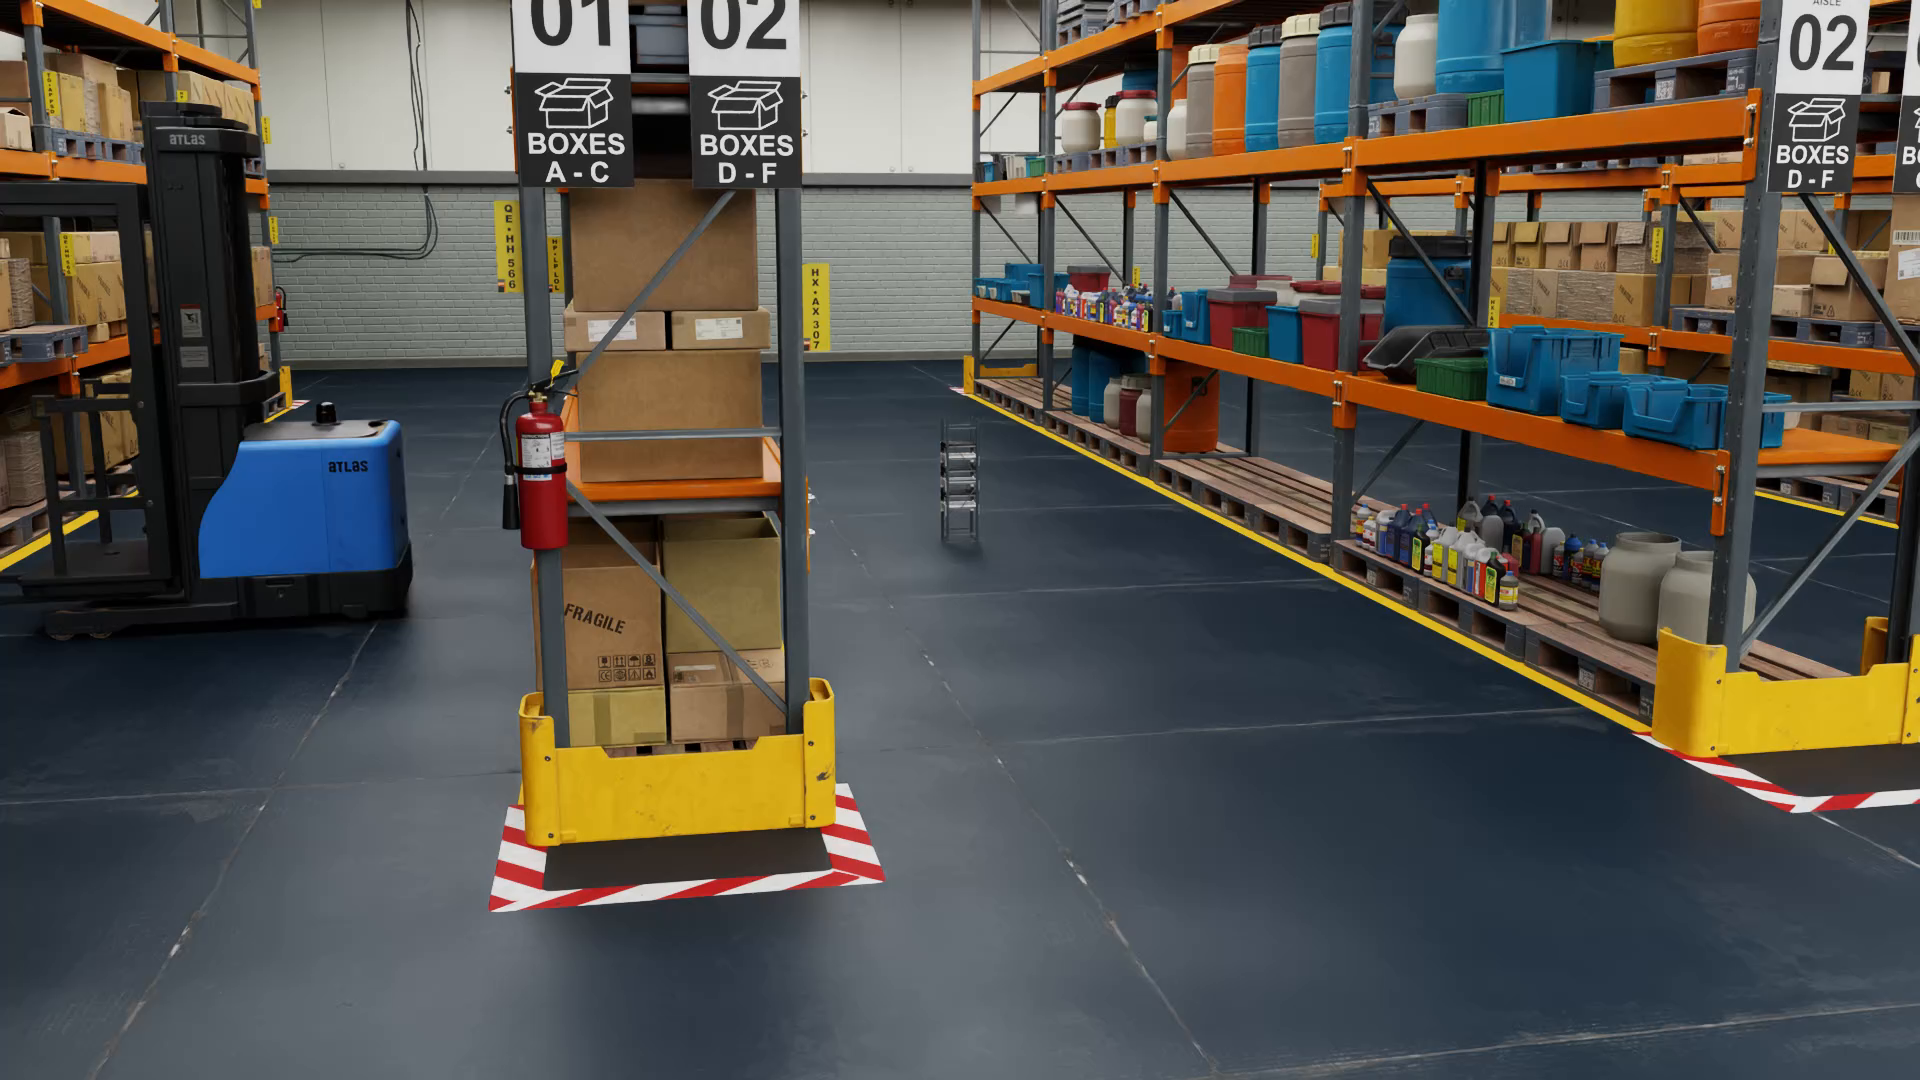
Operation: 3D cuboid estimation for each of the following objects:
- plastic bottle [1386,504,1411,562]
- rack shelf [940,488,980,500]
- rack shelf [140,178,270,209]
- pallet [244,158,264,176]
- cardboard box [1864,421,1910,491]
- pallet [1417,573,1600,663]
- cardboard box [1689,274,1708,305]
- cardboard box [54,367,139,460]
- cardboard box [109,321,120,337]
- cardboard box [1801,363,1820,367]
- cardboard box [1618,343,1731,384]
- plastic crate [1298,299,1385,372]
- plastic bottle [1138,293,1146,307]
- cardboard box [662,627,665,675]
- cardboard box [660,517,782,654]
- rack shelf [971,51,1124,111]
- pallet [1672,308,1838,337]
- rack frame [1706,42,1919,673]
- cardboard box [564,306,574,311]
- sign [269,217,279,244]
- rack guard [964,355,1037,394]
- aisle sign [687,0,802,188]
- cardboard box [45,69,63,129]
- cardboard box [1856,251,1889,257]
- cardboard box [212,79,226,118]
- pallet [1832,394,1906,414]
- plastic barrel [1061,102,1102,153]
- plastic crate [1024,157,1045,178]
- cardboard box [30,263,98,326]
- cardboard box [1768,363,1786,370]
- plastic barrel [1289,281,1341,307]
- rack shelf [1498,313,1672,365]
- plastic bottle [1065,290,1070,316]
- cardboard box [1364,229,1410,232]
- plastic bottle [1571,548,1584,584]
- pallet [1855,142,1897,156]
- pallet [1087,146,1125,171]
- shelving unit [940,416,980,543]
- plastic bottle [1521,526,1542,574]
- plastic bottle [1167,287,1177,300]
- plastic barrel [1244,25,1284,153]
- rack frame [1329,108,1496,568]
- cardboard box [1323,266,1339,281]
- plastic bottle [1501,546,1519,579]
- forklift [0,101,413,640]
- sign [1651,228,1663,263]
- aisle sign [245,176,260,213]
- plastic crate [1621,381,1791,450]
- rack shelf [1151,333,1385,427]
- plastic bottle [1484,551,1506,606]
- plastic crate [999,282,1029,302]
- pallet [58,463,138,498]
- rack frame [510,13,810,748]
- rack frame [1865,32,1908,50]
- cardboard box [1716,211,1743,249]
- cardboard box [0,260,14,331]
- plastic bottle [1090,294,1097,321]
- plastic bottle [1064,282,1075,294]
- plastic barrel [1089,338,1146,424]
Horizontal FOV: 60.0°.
[{"bbox_3d":[2.748,-0.051,10.353,0.144,0.351,0.185,-2,11,-9],"label":"plastic bottle"},{"bbox_3d":[-0.002,-0.322,12.143,0.258,0.077,0.200,-2,11,-11],"label":"rack shelf"},{"bbox_3d":[-8.664,-3.894,18.533,1.077,0.370,4.000,-2,11,-11],"label":"rack shelf"},{"bbox_3d":[-8.899,-4.435,19.689,1.003,0.211,1.213,-2,11,-11],"label":"pallet"},{"bbox_3d":[7.684,-0.670,13.201,0.700,0.500,0.500,-2,11,-11],"label":"cardboard box"},{"bbox_3d":[3.329,0.419,9.431,1.003,0.211,1.213,-2,11,-11],"label":"pallet"},{"bbox_3d":[7.251,-2.362,16.315,0.500,0.500,0.500,-2,11,-9],"label":"cardboard box"},{"bbox_3d":[-7.676,-1.124,14.705,0.750,0.750,0.750,-2,11,-11],"label":"cardboard box"},{"bbox_3d":[-7.612,-1.863,14.582,0.380,0.149,0.250,-2,11,-10],"label":"cardboard box"},{"bbox_3d":[10.861,-2.263,20.973,0.380,0.149,0.250,-2,11,-9],"label":"cardboard box"},{"bbox_3d":[6.965,-1.503,16.632,1.225,0.875,0.875,-3,11,-14],"label":"cardboard box"},{"bbox_3d":[2.604,-1.409,11.405,0.402,0.464,0.583,-2,11,-11],"label":"plastic crate"},{"bbox_3d":[1.913,-2.451,17.397,0.097,0.271,0.097,0,11,0],"label":"plastic bottle"},{"bbox_3d":[-1.167,0.468,7.946,0.500,0.250,0.500,-2,11,-11],"label":"cardboard box"},{"bbox_3d":[-1.068,0.191,7.394,0.500,0.500,0.500,-2,11,-11],"label":"cardboard box"},{"bbox_3d":[1.054,-5.531,20.183,1.077,0.370,4.000,-2,11,-11],"label":"rack shelf"},{"bbox_3d":[7.322,-1.992,15.156,1.213,0.211,1.003,-2,11,-11],"label":"pallet"},{"bbox_3d":[3.776,-0.566,7.149,1.000,3.000,0.127,-2,11,-11],"label":"rack frame"},{"bbox_3d":[-1.396,-0.866,6.720,0.380,0.149,0.250,-2,11,-10],"label":"cardboard box"},{"bbox_3d":[-8.518,-3.843,20.633,0.100,0.325,0.005,-2,11,-11],"label":"sign"},{"bbox_3d":[0.647,-2.277,22.821,1.175,0.500,0.348,-2,11,-11],"label":"rack guard"},{"bbox_3d":[-0.770,-1.663,5.958,0.394,0.787,0.004,-2,11,-11],"label":"aisle sign"},{"bbox_3d":[-7.803,-3.594,13.591,0.700,0.500,0.500,-3,11,-14],"label":"cardboard box"},{"bbox_3d":[10.872,-3.344,19.702,0.380,0.149,0.250,-2,11,-9],"label":"cardboard box"},{"bbox_3d":[-8.346,-4.756,18.144,0.500,0.500,0.500,-2,11,-11],"label":"cardboard box"},{"bbox_3d":[11.339,-1.596,20.019,1.003,0.211,1.213,-2,11,-11],"label":"pallet"},{"bbox_3d":[1.299,-4.408,17.824,0.433,0.535,0.433,0,11,0],"label":"plastic barrel"},{"bbox_3d":[0.952,-4.314,19.263,0.416,0.233,0.300,-2,11,-11],"label":"plastic crate"},{"bbox_3d":[-7.341,-1.977,13.443,0.500,0.500,0.500,-2,11,-9],"label":"cardboard box"},{"bbox_3d":[10.679,-2.205,21.464,0.380,0.149,0.250,-3,11,-13],"label":"cardboard box"},{"bbox_3d":[2.801,-1.764,13.078,0.433,0.535,0.433,0,11,0],"label":"plastic barrel"},{"bbox_3d":[6.690,-2.227,17.798,1.077,0.370,4.000,-2,11,-11],"label":"rack shelf"},{"bbox_3d":[1.181,-2.558,17.959,0.097,0.271,0.097,0,11,0],"label":"plastic bottle"},{"bbox_3d":[5.876,-4.042,23.010,0.500,0.500,0.500,-2,11,-10],"label":"cardboard box"},{"bbox_3d":[3.624,0.149,9.698,0.097,0.201,0.097,0,11,0],"label":"plastic bottle"},{"bbox_3d":[7.637,-3.168,13.301,1.213,0.211,1.003,-2,11,-11],"label":"pallet"},{"bbox_3d":[1.914,-3.800,16.620,1.003,0.211,1.213,-2,11,-11],"label":"pallet"},{"bbox_3d":[-0.002,-0.444,12.120,0.258,0.900,0.210,-2,11,-11],"label":"shelving unit"},{"bbox_3d":[3.430,0.054,9.976,0.061,0.283,0.133,-2,11,-11],"label":"plastic bottle"},{"bbox_3d":[2.157,-2.384,16.832,0.144,0.351,0.185,-2,11,-11],"label":"plastic bottle"},{"bbox_3d":[2.432,-3.345,12.385,0.600,0.901,0.708,-2,11,-11],"label":"plastic barrel"},{"bbox_3d":[2.999,-1.300,11.003,1.000,3.000,0.127,-2,11,-11],"label":"rack frame"},{"bbox_3d":[5.351,-3.655,22.985,0.500,0.250,0.500,-2,11,-13],"label":"cardboard box"},{"bbox_3d":[3.071,0.180,9.317,0.061,0.283,0.133,-2,11,-11],"label":"plastic bottle"},{"bbox_3d":[-4.851,-0.991,9.565,3.031,2.935,1.130,-3,11,-13],"label":"forklift"},{"bbox_3d":[6.535,-2.762,15.586,0.100,0.325,0.005,-2,11,-11],"label":"sign"},{"bbox_3d":[-8.773,-4.442,20.557,0.394,0.787,0.004,-2,11,-11],"label":"aisle sign"},{"bbox_3d":[3.386,-0.574,7.588,0.499,0.251,0.616,-2,11,-11],"label":"plastic crate"},{"bbox_3d":[2.610,-1.313,12.998,1.077,0.370,4.000,-2,11,-11],"label":"rack shelf"},{"bbox_3d":[2.949,0.210,9.157,0.061,0.283,0.133,-2,11,-10],"label":"plastic bottle"},{"bbox_3d":[0.704,-3.094,20.718,0.416,0.233,0.300,-2,11,-11],"label":"plastic crate"},{"bbox_3d":[-7.577,-0.451,14.000,1.003,0.211,1.213,-2,11,-11],"label":"pallet"},{"bbox_3d":[-1.083,-0.387,6.206,1.000,3.000,0.127,-2,11,-11],"label":"rack frame"},{"bbox_3d":[11.186,-6.056,19.948,1.000,3.000,0.127,-2,11,-11],"label":"rack frame"},{"bbox_3d":[10.521,-4.155,22.268,0.500,0.500,0.500,-2,11,-13],"label":"cardboard box"},{"bbox_3d":[-7.261,-1.751,11.930,0.700,0.500,0.500,-3,11,-16],"label":"cardboard box"},{"bbox_3d":[1.380,-2.370,16.973,0.097,0.271,0.097,0,11,0],"label":"plastic bottle"},{"bbox_3d":[1.201,-2.659,18.277,0.144,0.351,0.185,-2,11,-11],"label":"plastic bottle"},{"bbox_3d":[1.669,-1.712,17.659,0.600,0.901,0.708,-2,11,-11],"label":"plastic barrel"}]
